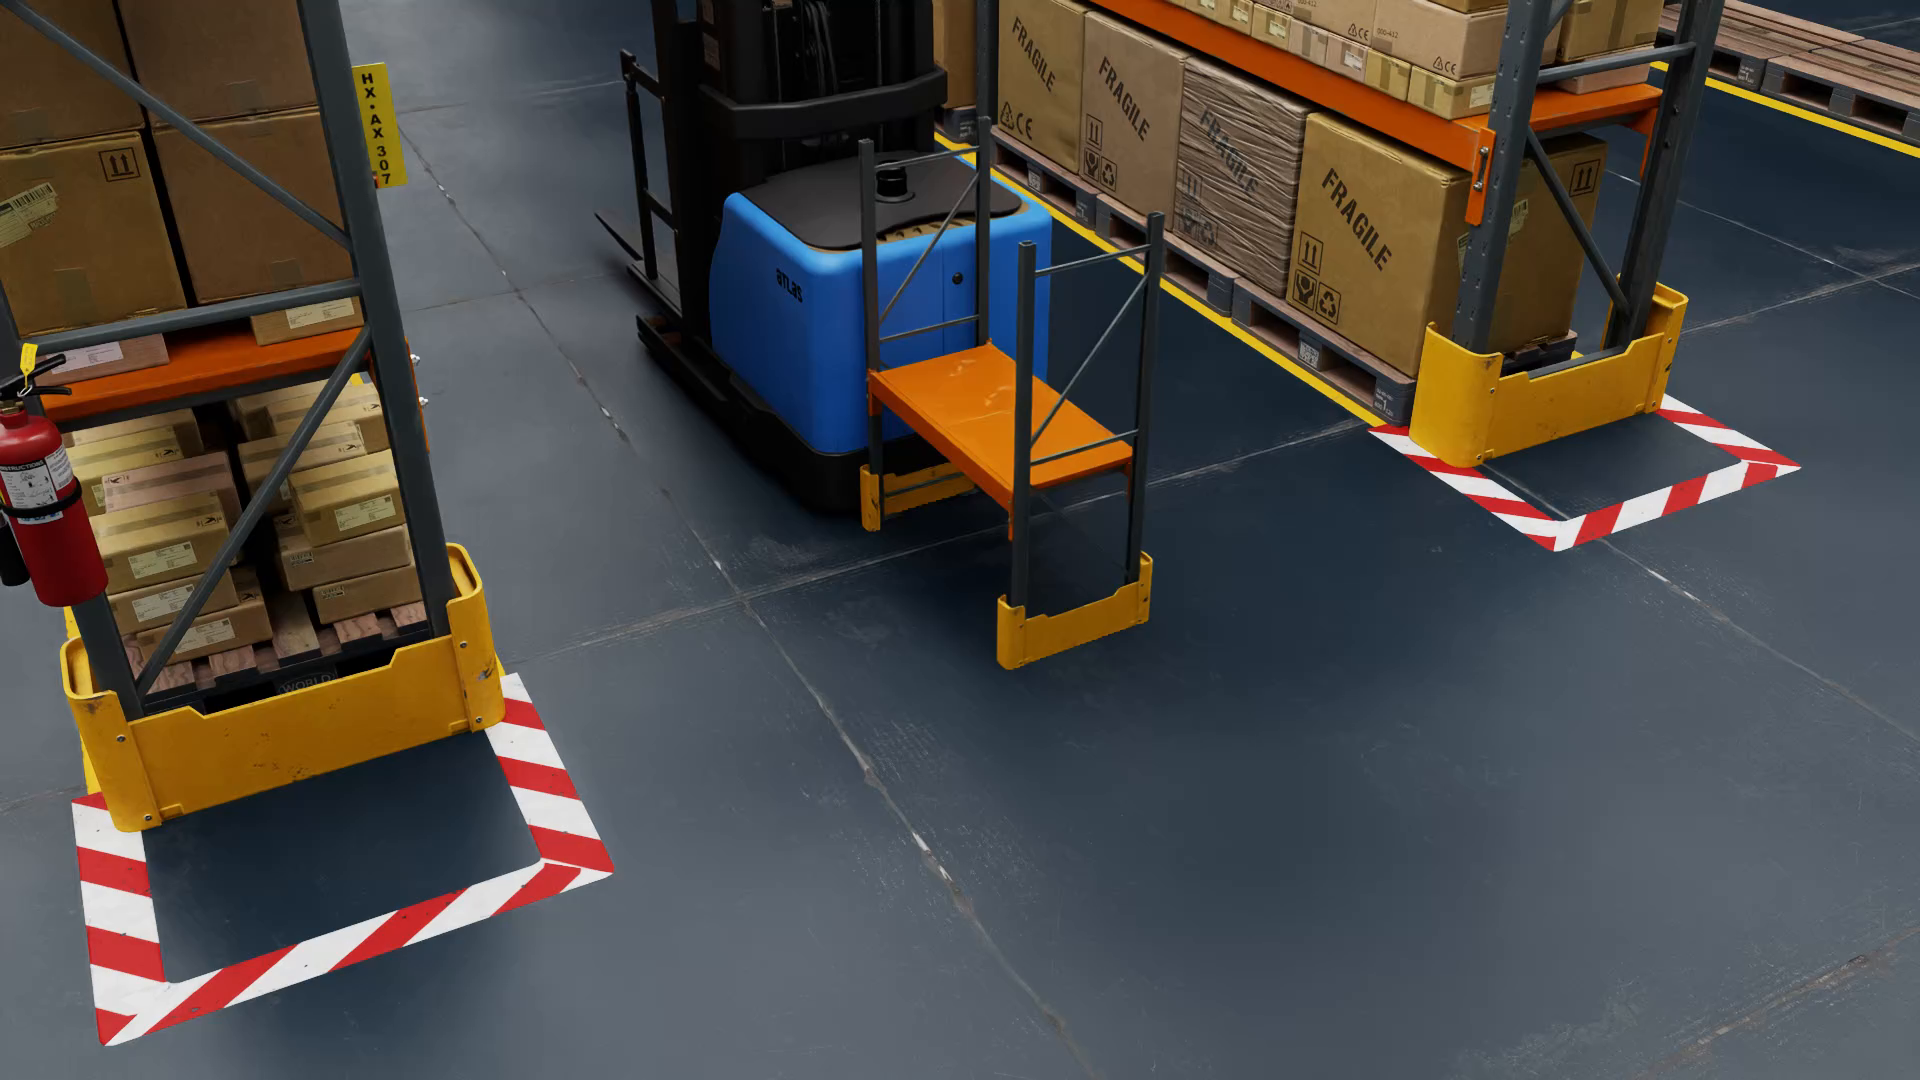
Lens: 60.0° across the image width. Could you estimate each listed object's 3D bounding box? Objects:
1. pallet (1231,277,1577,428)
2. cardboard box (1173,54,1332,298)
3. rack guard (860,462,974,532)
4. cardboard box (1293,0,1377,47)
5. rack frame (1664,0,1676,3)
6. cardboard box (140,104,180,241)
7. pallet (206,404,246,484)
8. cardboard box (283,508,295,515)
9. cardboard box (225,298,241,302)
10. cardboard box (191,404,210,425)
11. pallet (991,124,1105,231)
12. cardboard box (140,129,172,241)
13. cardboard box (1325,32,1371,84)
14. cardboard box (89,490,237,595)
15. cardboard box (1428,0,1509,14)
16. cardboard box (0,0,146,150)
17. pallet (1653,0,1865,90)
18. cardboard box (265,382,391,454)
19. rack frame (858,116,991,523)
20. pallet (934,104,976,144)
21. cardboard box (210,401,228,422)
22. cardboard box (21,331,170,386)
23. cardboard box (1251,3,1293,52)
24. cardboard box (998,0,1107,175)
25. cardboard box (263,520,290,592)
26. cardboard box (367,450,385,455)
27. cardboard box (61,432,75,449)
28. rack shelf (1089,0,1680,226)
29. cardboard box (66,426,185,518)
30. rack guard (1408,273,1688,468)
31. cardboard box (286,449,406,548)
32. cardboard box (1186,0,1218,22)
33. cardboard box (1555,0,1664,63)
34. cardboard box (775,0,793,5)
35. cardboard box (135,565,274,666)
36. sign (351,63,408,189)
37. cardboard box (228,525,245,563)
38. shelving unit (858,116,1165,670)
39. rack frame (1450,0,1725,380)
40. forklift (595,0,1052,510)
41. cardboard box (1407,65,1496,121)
[{"bbox_3d":[1.987,-0.967,7.564,1.003,0.211,1.213,-16,36,-23],"label":"pallet"},{"bbox_3d":[1.636,-1.781,7.830,0.875,0.875,0.875,-16,36,-23],"label":"cardboard box"},{"bbox_3d":[-0.107,-0.228,6.375,0.587,0.250,0.087,-17,37,-25],"label":"rack guard"},{"bbox_3d":[1.733,-2.248,6.842,0.500,0.250,0.500,-17,36,-24],"label":"cardboard box"},{"bbox_3d":[4.946,-4.934,11.171,1.000,3.000,0.127,-16,36,-23],"label":"rack frame"},{"bbox_3d":[-2.243,-1.280,5.099,0.500,0.500,0.500,-16,36,-23],"label":"cardboard box"},{"bbox_3d":[-2.953,-0.420,6.710,1.003,0.211,1.213,-16,36,-23],"label":"pallet"},{"bbox_3d":[-2.100,-0.141,5.668,0.380,0.149,0.250,-16,36,-23],"label":"cardboard box"},{"bbox_3d":[-2.022,-0.822,4.986,0.380,0.149,0.250,-15,35,-21],"label":"cardboard box"},{"bbox_3d":[-3.154,-0.496,6.497,0.380,0.149,0.250,-15,36,-22],"label":"cardboard box"},{"bbox_3d":[0.850,-2.132,9.381,1.003,0.211,1.213,-16,36,-23],"label":"pallet"},{"bbox_3d":[-2.678,-1.144,4.887,0.500,0.500,0.500,-16,36,-24],"label":"cardboard box"},{"bbox_3d":[1.733,-2.005,6.832,0.380,0.149,0.250,-16,36,-23],"label":"cardboard box"},{"bbox_3d":[-2.477,0.004,5.165,0.380,0.149,0.250,-15,36,-23],"label":"cardboard box"},{"bbox_3d":[1.970,-2.324,6.264,0.500,0.500,0.500,-15,36,-23],"label":"cardboard box"},{"bbox_3d":[-2.439,-1.324,4.241,0.500,0.500,0.500,-17,36,-24],"label":"cardboard box"},{"bbox_3d":[5.323,-3.419,11.391,1.003,0.211,1.213,-16,36,-23],"label":"pallet"},{"bbox_3d":[-2.188,-0.396,5.790,0.380,0.149,0.250,-16,36,-23],"label":"cardboard box"},{"bbox_3d":[-0.116,-0.764,6.052,0.500,1.500,0.032,-17,37,-25],"label":"rack frame"},{"bbox_3d":[0.138,-2.863,10.524,1.003,0.211,1.213,-16,36,-23],"label":"pallet"},{"bbox_3d":[-2.687,-0.607,6.395,0.380,0.149,0.250,-14,35,-21],"label":"cardboard box"},{"bbox_3d":[-2.408,-0.559,4.574,0.380,0.149,0.250,-16,36,-23],"label":"cardboard box"},{"bbox_3d":[1.495,-2.248,7.211,0.380,0.149,0.250,-17,36,-24],"label":"cardboard box"},{"bbox_3d":[0.801,-2.635,9.163,0.875,0.875,0.875,-16,36,-23],"label":"cardboard box"},{"bbox_3d":[-2.161,0.009,5.709,0.380,0.149,0.250,-16,36,-23],"label":"cardboard box"},{"bbox_3d":[-2.316,-0.386,6.049,0.380,0.149,0.250,-15,35,-22],"label":"cardboard box"},{"bbox_3d":[-3.015,-0.476,5.914,0.380,0.149,0.250,-15,35,-21],"label":"cardboard box"},{"bbox_3d":[1.497,-2.431,7.931,1.077,0.370,4.000,-16,36,-23],"label":"rack shelf"},{"bbox_3d":[-2.776,-0.222,5.518,0.380,0.149,0.250,-17,36,-24],"label":"cardboard box"},{"bbox_3d":[2.441,-0.715,6.903,1.175,0.500,0.348,-16,36,-23],"label":"rack guard"},{"bbox_3d":[-1.949,-0.142,5.394,0.380,0.149,0.250,-18,37,-25],"label":"cardboard box"},{"bbox_3d":[1.260,-2.490,7.589,0.380,0.149,0.250,-15,36,-22],"label":"cardboard box"},{"bbox_3d":[2.444,-2.138,6.671,0.500,0.250,0.500,-17,36,-24],"label":"cardboard box"},{"bbox_3d":[-0.588,-4.117,11.477,1.225,0.875,0.875,-16,36,-23],"label":"cardboard box"},{"bbox_3d":[-2.435,0.245,5.341,0.380,0.149,0.250,-15,36,-22],"label":"cardboard box"},{"bbox_3d":[-1.526,-1.081,4.354,0.100,0.325,0.005,-16,36,-23],"label":"sign"},{"bbox_3d":[-2.578,0.000,5.447,0.380,0.149,0.250,-17,36,-24],"label":"cardboard box"},{"bbox_3d":[0.143,-0.522,5.674,0.587,1.500,1.083,-17,37,-25],"label":"shelving unit"},{"bbox_3d":[2.429,-1.779,6.247,1.000,3.000,0.127,-16,36,-23],"label":"rack frame"},{"bbox_3d":[-0.812,-2.112,6.830,1.130,2.935,3.031,-17,37,-25],"label":"forklift"},{"bbox_3d":[1.972,-1.761,6.451,0.380,0.149,0.250,-15,36,-22],"label":"cardboard box"}]
